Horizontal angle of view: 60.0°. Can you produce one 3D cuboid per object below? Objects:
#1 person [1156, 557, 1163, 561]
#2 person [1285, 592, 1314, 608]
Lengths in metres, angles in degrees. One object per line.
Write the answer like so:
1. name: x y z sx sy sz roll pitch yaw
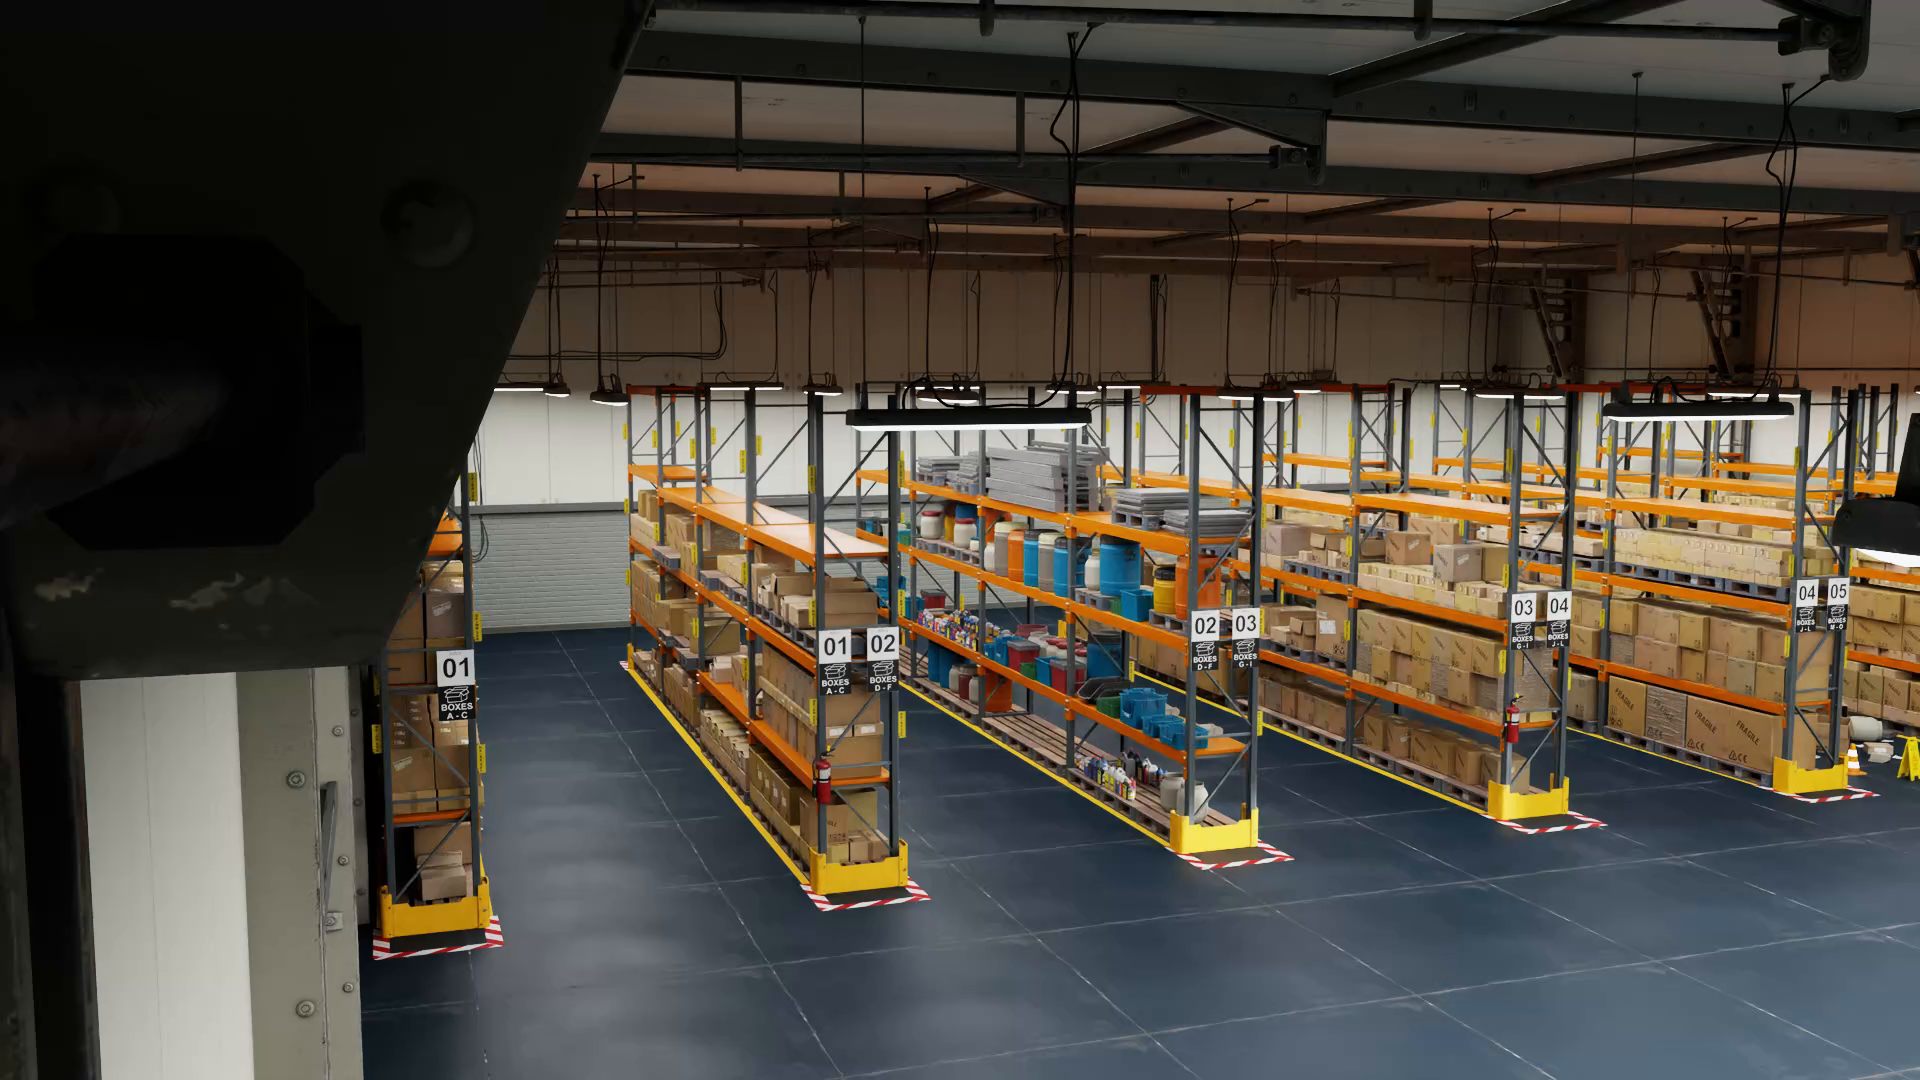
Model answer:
1. person: 4.887 1.272 40.828 0.948 1.696 0.565 -4 7 -32
2. person: 8.472 1.113 41.964 0.749 1.753 0.616 -2 6 -21
